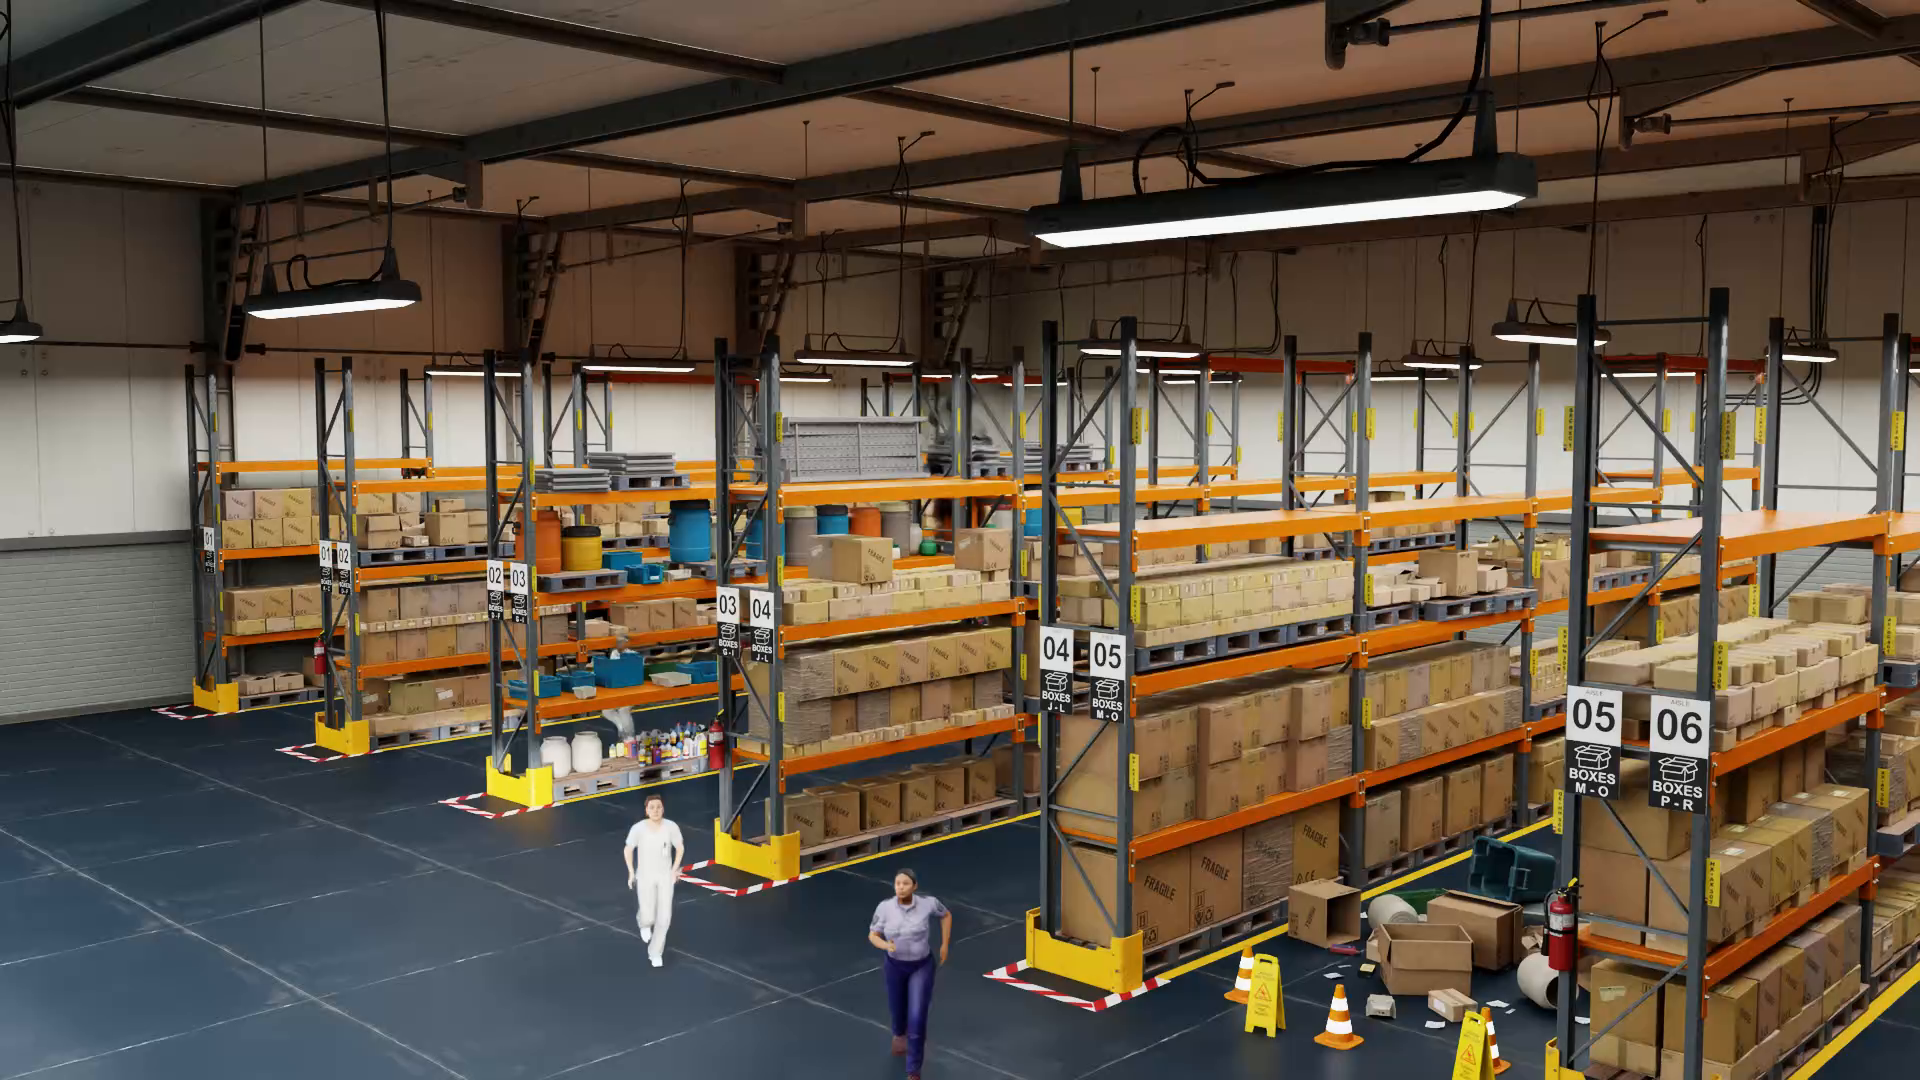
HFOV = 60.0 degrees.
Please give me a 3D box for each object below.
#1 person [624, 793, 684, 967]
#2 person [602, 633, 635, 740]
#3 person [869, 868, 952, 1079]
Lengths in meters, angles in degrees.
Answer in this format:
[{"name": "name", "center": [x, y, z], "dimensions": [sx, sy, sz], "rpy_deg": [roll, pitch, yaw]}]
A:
[{"name": "person", "center": [-2.872, 3.167, 15.640], "dimensions": [0.555, 1.618, 0.599], "rpy_deg": [-1, 5, -15]}, {"name": "person", "center": [-5.314, 2.305, 25.893], "dimensions": [0.651, 1.740, 0.602], "rpy_deg": [2, 5, 29]}, {"name": "person", "center": [-0.384, 3.365, 12.948], "dimensions": [0.611, 1.679, 0.896], "rpy_deg": [1, 4, 8]}]
